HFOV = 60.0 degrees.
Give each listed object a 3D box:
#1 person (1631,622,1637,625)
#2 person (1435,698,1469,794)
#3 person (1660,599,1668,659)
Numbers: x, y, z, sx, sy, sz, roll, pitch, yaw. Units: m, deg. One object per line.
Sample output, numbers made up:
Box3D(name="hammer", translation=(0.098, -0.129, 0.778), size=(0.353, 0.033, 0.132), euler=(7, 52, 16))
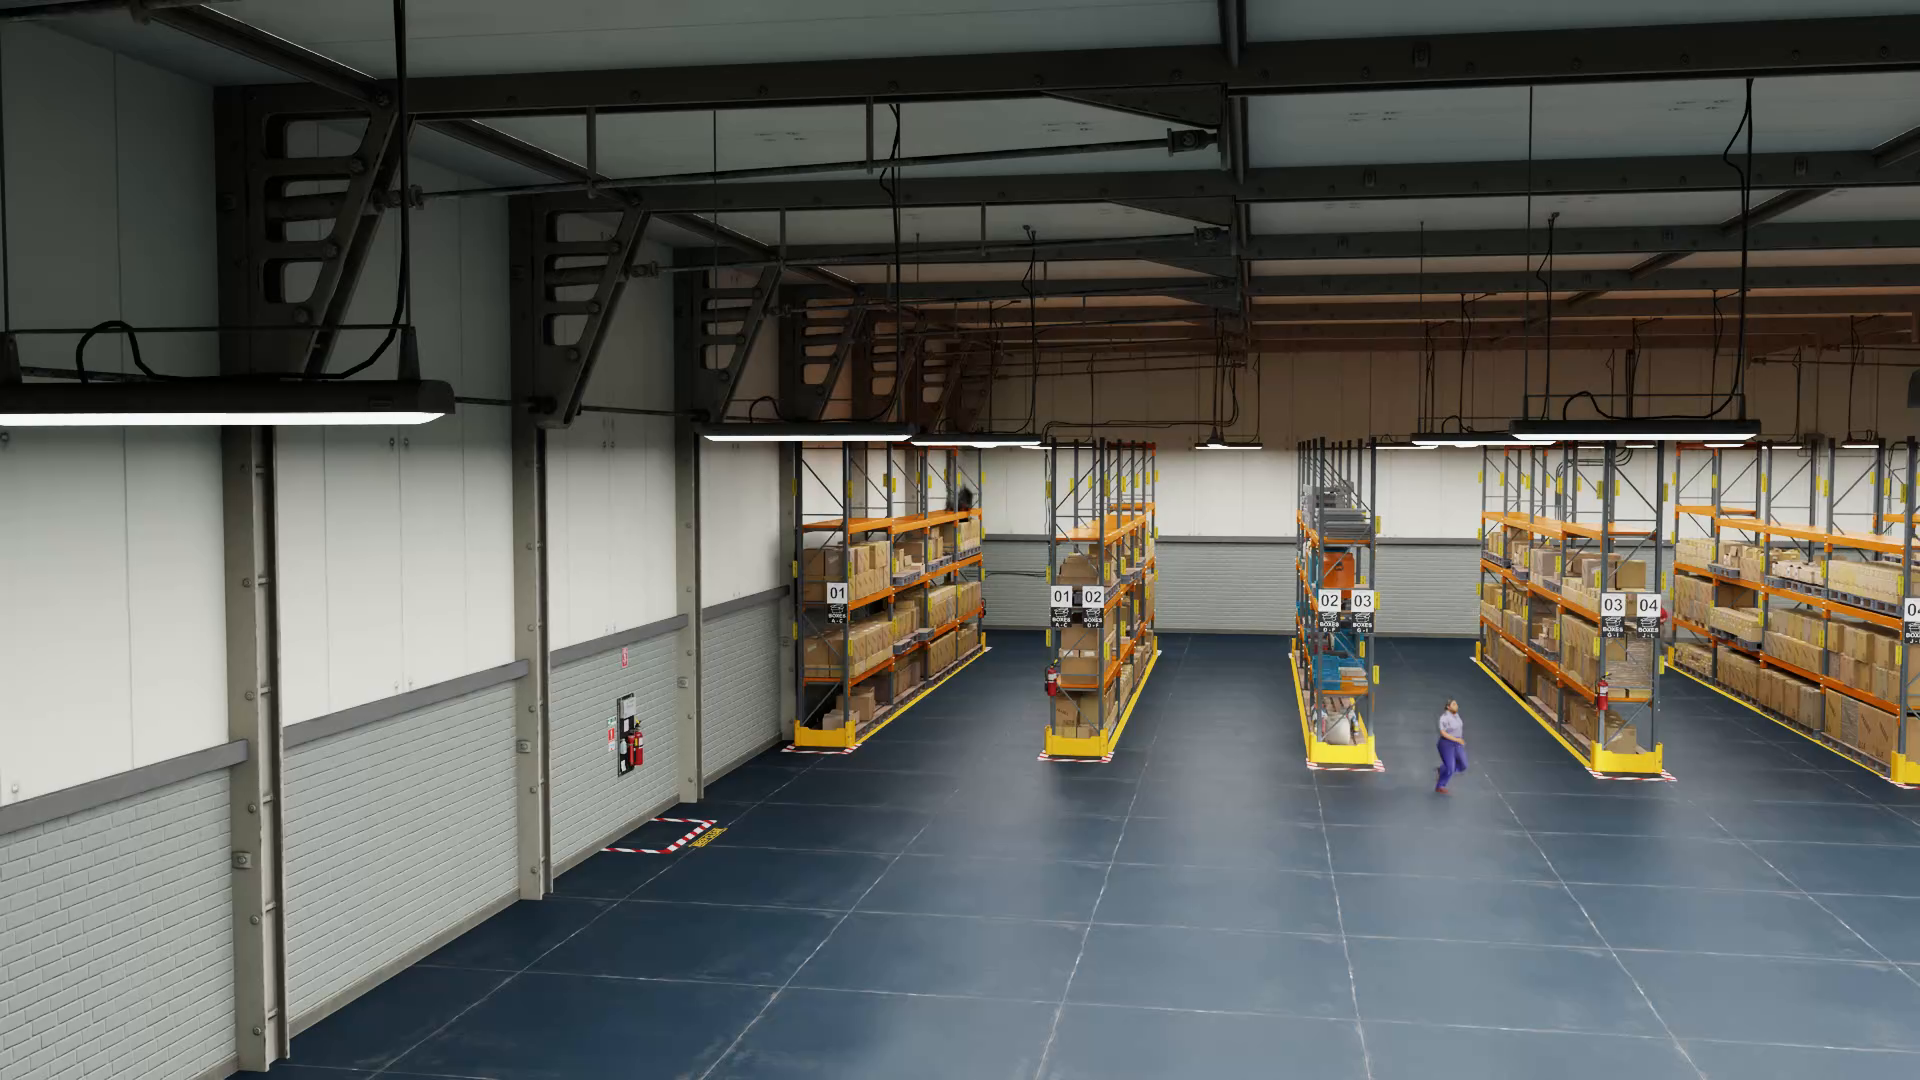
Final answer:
Box3D(name="person", translation=(17.586, 2.547, 43.391), size=(0.718, 1.789, 0.958), euler=(1, 3, 11))
Box3D(name="person", translation=(8.261, 3.453, 27.860), size=(0.625, 1.605, 0.579), euler=(-3, 4, -43))
Box3D(name="person", translation=(19.152, 2.527, 45.495), size=(0.823, 1.720, 0.691), euler=(0, 3, -7))
